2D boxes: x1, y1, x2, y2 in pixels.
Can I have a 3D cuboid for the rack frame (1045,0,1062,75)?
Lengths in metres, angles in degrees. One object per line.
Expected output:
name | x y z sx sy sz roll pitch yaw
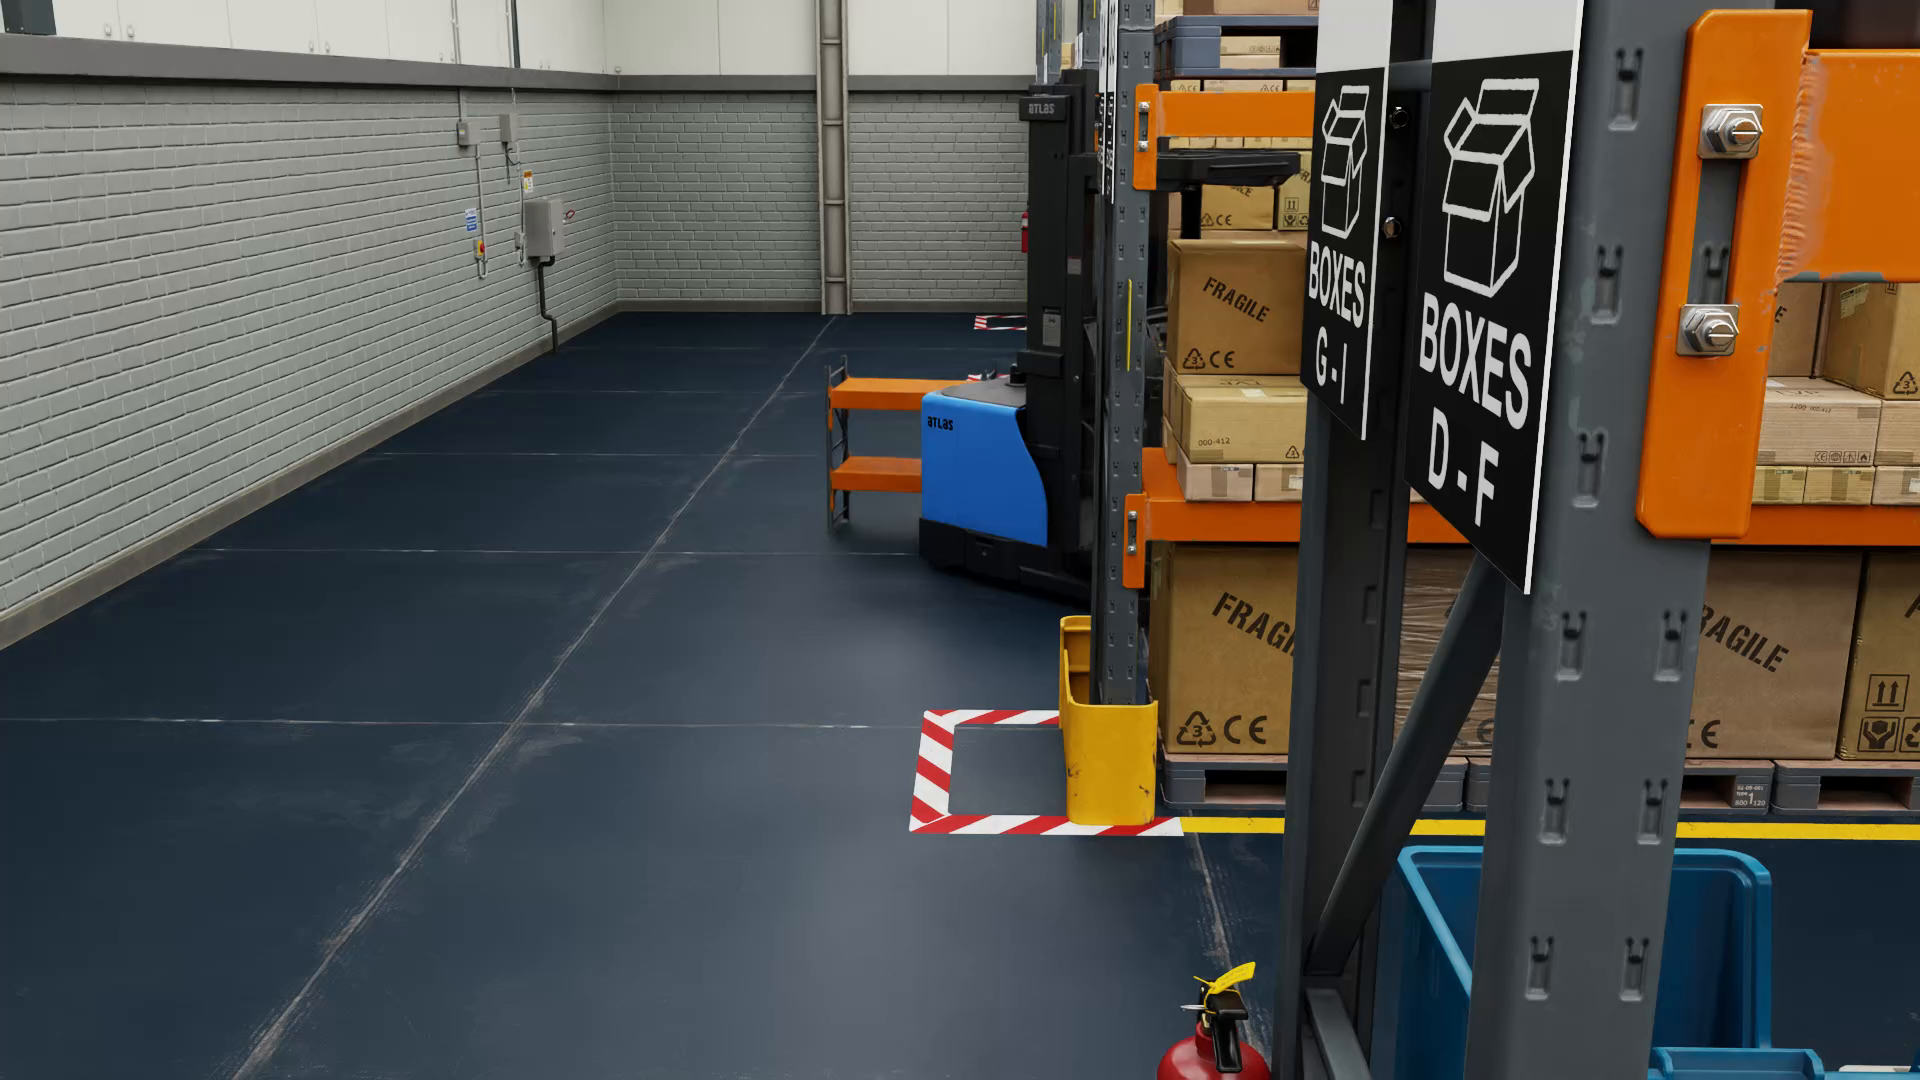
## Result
rack frame | 0.891 -5.900 15.561 0.127 3.000 1.000 0 15 1

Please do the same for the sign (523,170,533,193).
sign | -4.755 -3.951 18.316 0.001 0.242 0.339 0 15 1

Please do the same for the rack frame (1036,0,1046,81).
rack frame | 1.014 -7.165 20.359 0.127 3.000 1.000 0 15 1

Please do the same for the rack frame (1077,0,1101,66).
rack frame | 0.866 -4.637 10.774 0.127 3.000 1.000 0 15 1

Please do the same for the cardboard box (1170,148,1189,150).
cardboard box | 1.330 -2.472 11.590 0.500 0.500 0.500 0 15 0

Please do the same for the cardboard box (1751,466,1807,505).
cardboard box | 3.039 -0.251 6.403 0.250 0.149 0.380 0 15 1

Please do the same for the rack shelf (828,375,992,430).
rack shelf | -0.311 -0.890 10.861 1.000 0.278 0.538 2 15 9

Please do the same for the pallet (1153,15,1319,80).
pallet | 1.380 -1.877 6.368 1.213 0.211 1.003 0 15 1

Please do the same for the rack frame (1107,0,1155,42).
rack frame | 0.638 -3.372 5.982 0.127 3.000 1.000 0 15 1

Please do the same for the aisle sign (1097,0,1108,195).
aisle sign | 0.574 -1.806 6.708 0.004 0.787 0.394 0 15 1

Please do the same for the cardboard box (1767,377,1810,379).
cardboard box | 3.159 -0.593 6.919 0.500 0.250 0.500 1 15 3

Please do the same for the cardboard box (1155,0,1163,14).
cardboard box | 1.184 -3.488 10.833 0.250 0.149 0.380 0 15 1

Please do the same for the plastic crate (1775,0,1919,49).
plastic crate | 0.890 -0.522 1.315 0.590 0.269 0.497 0 15 1

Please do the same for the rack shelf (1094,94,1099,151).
rack shelf | 2.865 -2.825 11.199 4.000 0.370 1.077 0 15 1

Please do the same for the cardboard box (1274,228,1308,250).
cardboard box | 2.333 -1.851 11.197 0.500 0.500 0.500 1 15 2

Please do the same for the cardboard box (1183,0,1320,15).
cardboard box | 1.159 -2.232 6.325 0.500 0.500 0.700 -1 15 -2

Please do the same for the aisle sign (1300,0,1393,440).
aisle sign | 0.447 -0.541 1.913 0.004 0.787 0.394 0 15 1

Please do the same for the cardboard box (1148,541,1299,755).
cardboard box | 1.280 0.336 7.026 0.875 0.875 0.875 0 15 1

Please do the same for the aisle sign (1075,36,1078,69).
aisle sign | 0.801 -3.070 11.499 0.004 0.787 0.394 0 15 1

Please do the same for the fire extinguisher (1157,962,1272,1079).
fire extinguisher | 0.373 0.892 2.460 0.183 0.674 0.296 0 15 1

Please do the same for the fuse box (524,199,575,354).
fuse box | -4.547 -2.941 18.634 0.414 1.711 0.539 0 15 1

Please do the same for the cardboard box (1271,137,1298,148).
cardboard box | 3.052 -3.761 15.789 0.250 0.149 0.380 0 15 1

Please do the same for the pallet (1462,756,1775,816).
pallet | 2.656 0.871 7.126 1.213 0.211 1.003 0 15 1

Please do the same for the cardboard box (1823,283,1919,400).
cardboard box | 3.670 -0.819 6.303 0.500 0.500 0.500 1 15 2

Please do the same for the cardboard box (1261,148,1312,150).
cardboard box | 2.356 -2.467 11.573 0.500 0.500 0.500 1 15 4

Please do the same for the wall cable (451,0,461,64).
wall cable | -4.802 -5.865 15.429 0.029 3.000 0.463 0 15 1

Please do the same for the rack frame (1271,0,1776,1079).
rack frame | 0.512 0.791 1.963 0.053 2.616 0.949 0 15 1

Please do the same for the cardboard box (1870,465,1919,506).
cardboard box | 3.553 -0.248 6.391 0.250 0.149 0.380 1 15 2

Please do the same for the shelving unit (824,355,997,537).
shelving unit | -0.311 -0.607 10.936 1.048 1.125 0.538 2 15 9

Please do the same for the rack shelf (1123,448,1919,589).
rack shelf | 2.638 -0.111 6.790 4.000 0.370 1.077 0 15 1

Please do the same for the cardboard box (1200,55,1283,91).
cardboard box | 1.835 -3.041 10.900 0.500 0.250 0.500 1 15 3

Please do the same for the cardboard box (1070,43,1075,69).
cardboard box | 1.344 -4.648 15.972 0.500 0.250 0.500 -1 15 -4

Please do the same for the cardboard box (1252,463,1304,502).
cardboard box | 1.241 -0.262 6.447 0.250 0.149 0.380 0 15 1

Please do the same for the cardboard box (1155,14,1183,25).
cardboard box | 1.308 -3.286 10.850 0.500 0.250 0.500 1 15 2

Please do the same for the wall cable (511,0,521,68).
wall cable | -4.671 -6.785 18.843 0.133 3.039 2.988 0 15 1

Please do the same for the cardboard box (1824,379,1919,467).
cardboard box | 3.671 -0.456 6.397 0.500 0.250 0.500 1 15 3

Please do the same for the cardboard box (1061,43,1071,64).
cardboard box | 1.452 -5.961 20.405 0.500 0.250 0.500 0 15 1

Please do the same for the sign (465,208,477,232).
sign | -4.809 -3.148 16.363 0.001 0.218 0.327 0 15 1

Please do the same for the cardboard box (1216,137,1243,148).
cardboard box | 2.536 -3.759 15.781 0.250 0.149 0.380 1 15 2

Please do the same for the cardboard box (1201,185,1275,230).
cardboard box | 1.813 -2.339 11.087 0.500 0.500 0.500 1 15 3

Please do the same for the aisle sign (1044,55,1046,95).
aisle sign | 0.827 -4.335 16.296 0.004 0.787 0.394 0 15 1

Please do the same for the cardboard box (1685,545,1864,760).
cardboard box | 3.080 0.348 6.982 0.875 0.875 0.875 0 15 1

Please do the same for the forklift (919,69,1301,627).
forklift | 1.170 -1.093 9.237 3.031 2.935 1.130 13 20 41

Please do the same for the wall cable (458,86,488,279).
wall cable | -4.746 -3.536 16.309 0.123 1.953 0.585 0 15 1

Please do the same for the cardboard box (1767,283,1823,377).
cardboard box | 3.152 -0.955 6.821 0.500 0.500 0.500 0 15 0

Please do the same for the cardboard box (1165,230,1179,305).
cardboard box | 1.308 -1.855 11.210 0.500 0.500 0.500 1 15 4

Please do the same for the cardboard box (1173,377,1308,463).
cardboard box | 1.111 -0.471 6.456 0.500 0.250 0.500 0 15 0

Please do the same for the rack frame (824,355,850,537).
rack frame | -0.813 -0.628 11.015 0.032 1.125 0.500 2 15 9

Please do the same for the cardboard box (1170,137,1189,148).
cardboard box | 2.023 -3.760 15.783 0.250 0.149 0.380 0 15 0
